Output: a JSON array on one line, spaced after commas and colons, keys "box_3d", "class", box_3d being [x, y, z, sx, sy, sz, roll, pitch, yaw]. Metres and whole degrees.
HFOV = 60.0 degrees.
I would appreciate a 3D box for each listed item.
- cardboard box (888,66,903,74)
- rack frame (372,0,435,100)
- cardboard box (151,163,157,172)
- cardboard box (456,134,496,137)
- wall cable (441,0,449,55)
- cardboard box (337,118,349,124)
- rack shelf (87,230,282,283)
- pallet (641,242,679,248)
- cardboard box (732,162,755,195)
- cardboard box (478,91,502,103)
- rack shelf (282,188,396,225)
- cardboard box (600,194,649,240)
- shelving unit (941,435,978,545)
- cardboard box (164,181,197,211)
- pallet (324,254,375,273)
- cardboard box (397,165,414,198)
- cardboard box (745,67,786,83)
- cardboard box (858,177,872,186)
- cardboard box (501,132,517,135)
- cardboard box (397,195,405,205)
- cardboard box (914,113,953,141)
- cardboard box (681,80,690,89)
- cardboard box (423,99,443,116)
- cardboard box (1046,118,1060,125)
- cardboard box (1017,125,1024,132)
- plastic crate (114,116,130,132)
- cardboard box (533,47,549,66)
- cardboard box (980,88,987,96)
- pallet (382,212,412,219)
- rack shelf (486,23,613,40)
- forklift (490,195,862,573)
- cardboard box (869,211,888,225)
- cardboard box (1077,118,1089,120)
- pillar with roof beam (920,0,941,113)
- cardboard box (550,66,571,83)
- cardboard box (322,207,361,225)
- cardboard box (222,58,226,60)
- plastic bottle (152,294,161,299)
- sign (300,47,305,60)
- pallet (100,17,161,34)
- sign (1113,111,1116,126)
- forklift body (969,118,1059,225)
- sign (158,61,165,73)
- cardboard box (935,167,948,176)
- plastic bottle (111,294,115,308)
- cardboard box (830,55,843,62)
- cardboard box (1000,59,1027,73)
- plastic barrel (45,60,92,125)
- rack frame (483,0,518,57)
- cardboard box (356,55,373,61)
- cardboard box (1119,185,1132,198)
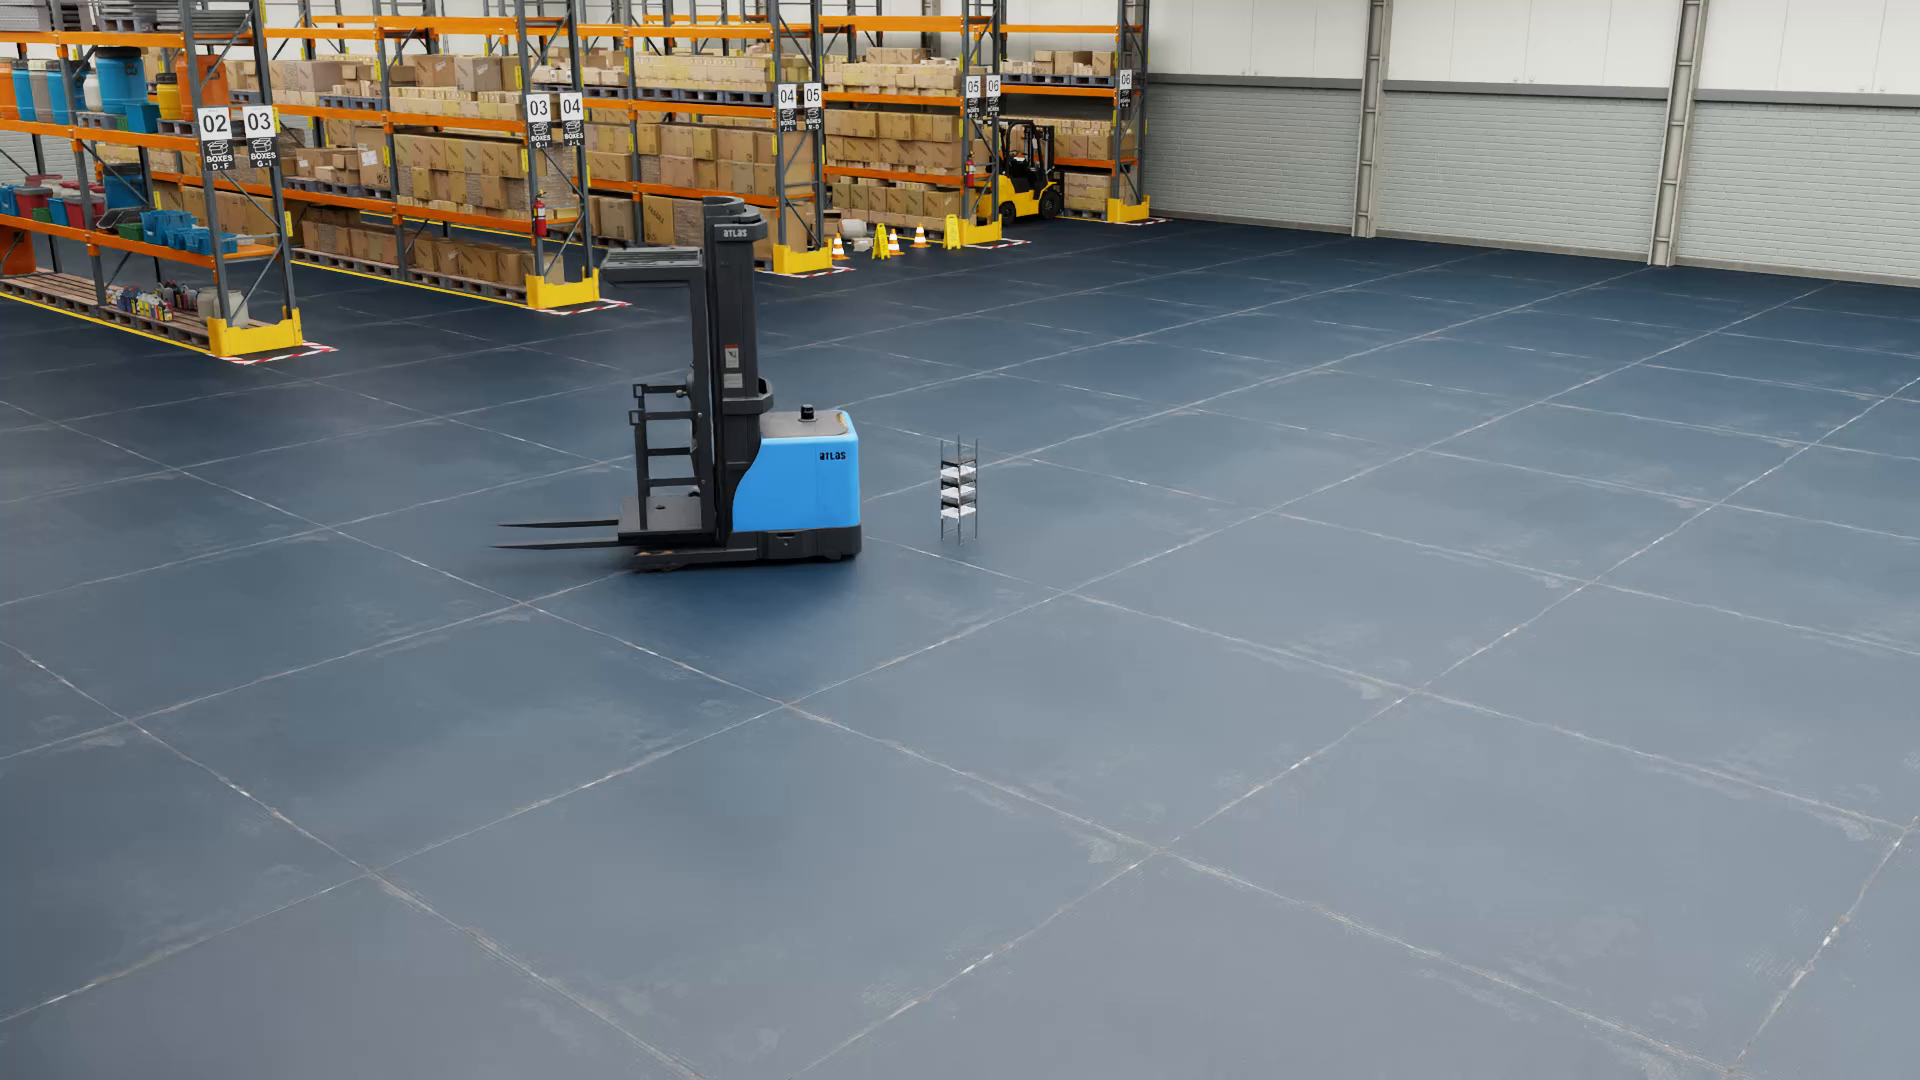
[{"box_3d": [-1.216, -9.374, 33.158, 0.250, 0.149, 0.380, 16, 23, 41], "class": "cardboard box"}, {"box_3d": [-9.167, -8.803, 27.303, 0.127, 3.000, 1.000, 15, 23, 39], "class": "rack frame"}, {"box_3d": [-16.173, -7.572, 33.757, 0.250, 0.149, 0.380, 16, 23, 40], "class": "cardboard box"}, {"box_3d": [-7.900, -6.381, 27.278, 0.500, 0.500, 0.500, 15, 23, 39], "class": "cardboard box"}, {"box_3d": [-13.628, -15.344, 47.848, 0.133, 3.039, 2.988, 15, 23, 39], "class": "wall cable"}, {"box_3d": [-13.859, -9.762, 37.930, 0.500, 0.500, 0.500, 14, 23, 38], "class": "cardboard box"}, {"box_3d": [-10.959, -4.079, 23.523, 4.000, 0.370, 1.077, 15, 23, 39], "class": "rack shelf"}, {"box_3d": [-5.283, -5.546, 31.567, 1.213, 0.211, 1.003, 15, 23, 39], "class": "pallet"}, {"box_3d": [-3.541, -6.484, 29.664, 0.550, 0.550, 0.875, 15, 23, 39], "class": "cardboard box"}, {"box_3d": [-7.188, -6.828, 25.626, 0.250, 0.149, 0.380, 15, 23, 40], "class": "cardboard box"}, {"box_3d": [-10.663, -6.003, 29.584, 4.000, 0.370, 1.077, 15, 23, 39], "class": "rack shelf"}, {"box_3d": [-6.323, -6.278, 32.288, 0.750, 0.750, 1.050, 15, 23, 39], "class": "cardboard box"}, {"box_3d": [-0.006, -0.431, 14.309, 0.210, 0.900, 0.258, 15, 23, 39], "class": "shelving unit"}, {"box_3d": [-15.591, -6.888, 34.004, 0.875, 0.875, 0.875, 15, 23, 39], "class": "cardboard box"}, {"box_3d": [-10.667, -5.016, 29.895, 1.213, 0.211, 1.003, 15, 23, 39], "class": "pallet"}, {"box_3d": [-8.872, -6.029, 27.821, 0.500, 0.500, 0.875, 15, 23, 39], "class": "cardboard box"}, {"box_3d": [-3.359, -8.026, 28.707, 0.500, 0.250, 0.500, 15, 23, 40], "class": "cardboard box"}, {"box_3d": [-1.888, -7.421, 34.404, 0.250, 0.149, 0.380, 16, 24, 41], "class": "cardboard box"}, {"box_3d": [-9.391, -8.453, 34.854, 0.250, 0.149, 0.380, 15, 23, 39], "class": "cardboard box"}, {"box_3d": [-9.206, -5.713, 27.898, 0.250, 0.149, 0.380, 15, 23, 39], "class": "cardboard box"}, {"box_3d": [-0.498, -8.205, 33.026, 0.500, 0.500, 0.700, 15, 23, 40], "class": "cardboard box"}, {"box_3d": [-4.799, -8.198, 29.911, 0.250, 0.149, 0.380, 15, 23, 39], "class": "cardboard box"}, {"box_3d": [-8.237, -6.947, 26.659, 0.500, 0.250, 0.500, 14, 22, 37], "class": "cardboard box"}, {"box_3d": [2.135, -9.336, 37.170, 0.250, 0.149, 0.380, 15, 23, 40], "class": "cardboard box"}, {"box_3d": [1.505, -9.326, 37.630, 0.250, 0.149, 0.380, 15, 23, 39], "class": "cardboard box"}, {"box_3d": [-11.455, -5.774, 23.065, 0.450, 0.188, 0.336, 15, 23, 39], "class": "plastic crate"}, {"box_3d": [-10.156, -11.882, 40.937, 0.500, 0.500, 0.500, 16, 23, 40], "class": "cardboard box"}, {"box_3d": [0.370, -8.833, 32.770, 0.250, 0.149, 0.380, 15, 23, 39], "class": "cardboard box"}, {"box_3d": [-12.309, -7.450, 37.565, 1.213, 0.211, 1.003, 15, 23, 39], "class": "pallet"}, {"box_3d": [-10.069, -12.520, 40.864, 4.000, 0.370, 1.077, 15, 23, 39], "class": "rack shelf"}, {"box_3d": [-2.385, -1.301, 13.694, 3.031, 2.935, 1.130, -3, 18, -8], "class": "forklift"}, {"box_3d": [-1.522, -6.686, 34.398, 0.500, 0.250, 0.500, 15, 23, 39], "class": "cardboard box"}, {"box_3d": [2.816, -9.331, 37.154, 0.250, 0.149, 0.380, 16, 24, 41], "class": "cardboard box"}, {"box_3d": [-3.573, -11.941, 37.188, 0.400, 9.000, 9.100, 15, 23, 39], "class": "pillar with roof beam"}, {"box_3d": [-7.637, -9.085, 32.437, 0.500, 0.311, 0.500, 15, 23, 38], "class": "cardboard box"}, {"box_3d": [-11.234, -5.891, 30.208, 0.500, 0.250, 0.500, -15, 23, -40], "class": "cardboard box"}, {"box_3d": [-14.710, -9.114, 32.379, 0.500, 0.500, 0.700, 16, 23, 41], "class": "cardboard box"}, {"box_3d": [-11.588, -3.394, 23.951, 0.135, 0.276, 0.152, 15, 23, 39], "class": "plastic bottle"}, {"box_3d": [-15.135, -11.179, 38.301, 0.005, 0.325, 0.100, 15, 23, 39], "class": "sign"}, {"box_3d": [-10.903, -6.998, 22.587, 1.213, 0.211, 1.003, 15, 23, 39], "class": "pallet"}, {"box_3d": [3.324, -9.052, 35.696, 0.005, 0.325, 0.100, 15, 23, 39], "class": "sign"}, {"box_3d": [1.065, -8.070, 36.313, 1.214, 2.155, 2.313, 15, 23, 39], "class": "forklift body"}, {"box_3d": [-15.518, -9.138, 32.331, 0.005, 0.325, 0.100, 15, 23, 39], "class": "sign"}, {"box_3d": [-0.282, -7.316, 32.948, 0.250, 0.149, 0.380, 15, 23, 39], "class": "cardboard box"}, {"box_3d": [-12.431, -3.516, 24.458, 0.097, 0.201, 0.097, 0, 18, 0], "class": "plastic bottle"}, {"box_3d": [-3.102, -11.924, 41.191, 0.250, 0.149, 0.380, 14, 22, 37], "class": "cardboard box"}, {"box_3d": [1.163, -10.723, 37.597, 0.500, 0.311, 0.500, 16, 23, 40], "class": "cardboard box"}, {"box_3d": [-12.979, -6.545, 24.317, 0.708, 0.901, 0.600, 15, 23, 39], "class": "plastic barrel"}, {"box_3d": [-11.565, -13.455, 41.960, 0.127, 3.000, 1.000, 15, 23, 39], "class": "rack frame"}, {"box_3d": [-13.183, -10.694, 36.979, 0.250, 0.149, 0.380, 15, 23, 39], "class": "cardboard box"}, {"box_3d": [3.481, -7.776, 37.008, 0.500, 0.250, 0.500, 16, 23, 40], "class": "cardboard box"}]
